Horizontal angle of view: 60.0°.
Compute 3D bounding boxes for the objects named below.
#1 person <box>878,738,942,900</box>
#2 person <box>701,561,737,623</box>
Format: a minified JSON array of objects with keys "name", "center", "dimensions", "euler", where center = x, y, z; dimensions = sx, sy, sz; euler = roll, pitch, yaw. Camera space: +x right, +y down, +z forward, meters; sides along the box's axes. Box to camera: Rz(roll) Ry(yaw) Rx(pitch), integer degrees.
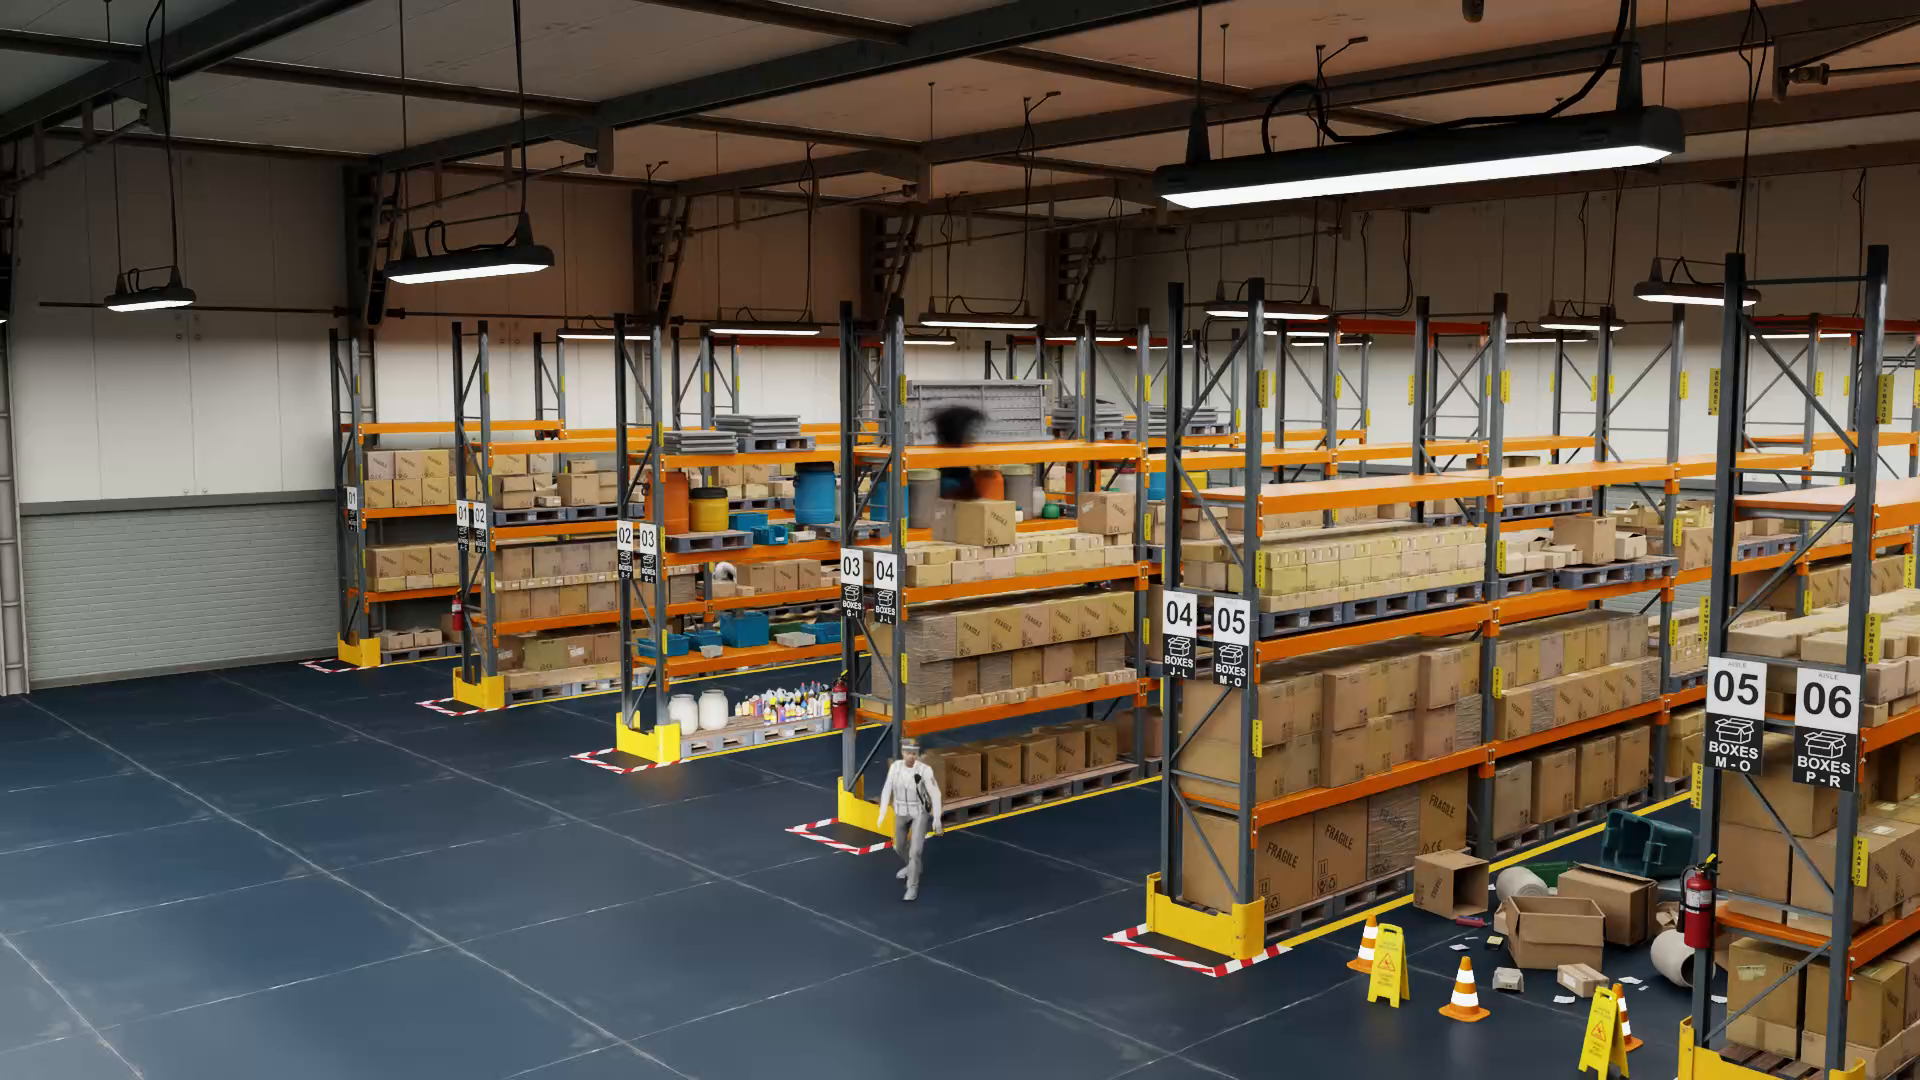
[{"name":"person","center":[-0.452,2.724,16.682],"dimensions":[0.655,1.606,0.799],"euler":[1,6,14]},{"name":"person","center":[-4.740,1.076,32.533],"dimensions":[0.655,1.777,0.850],"euler":[6,8,44]}]
